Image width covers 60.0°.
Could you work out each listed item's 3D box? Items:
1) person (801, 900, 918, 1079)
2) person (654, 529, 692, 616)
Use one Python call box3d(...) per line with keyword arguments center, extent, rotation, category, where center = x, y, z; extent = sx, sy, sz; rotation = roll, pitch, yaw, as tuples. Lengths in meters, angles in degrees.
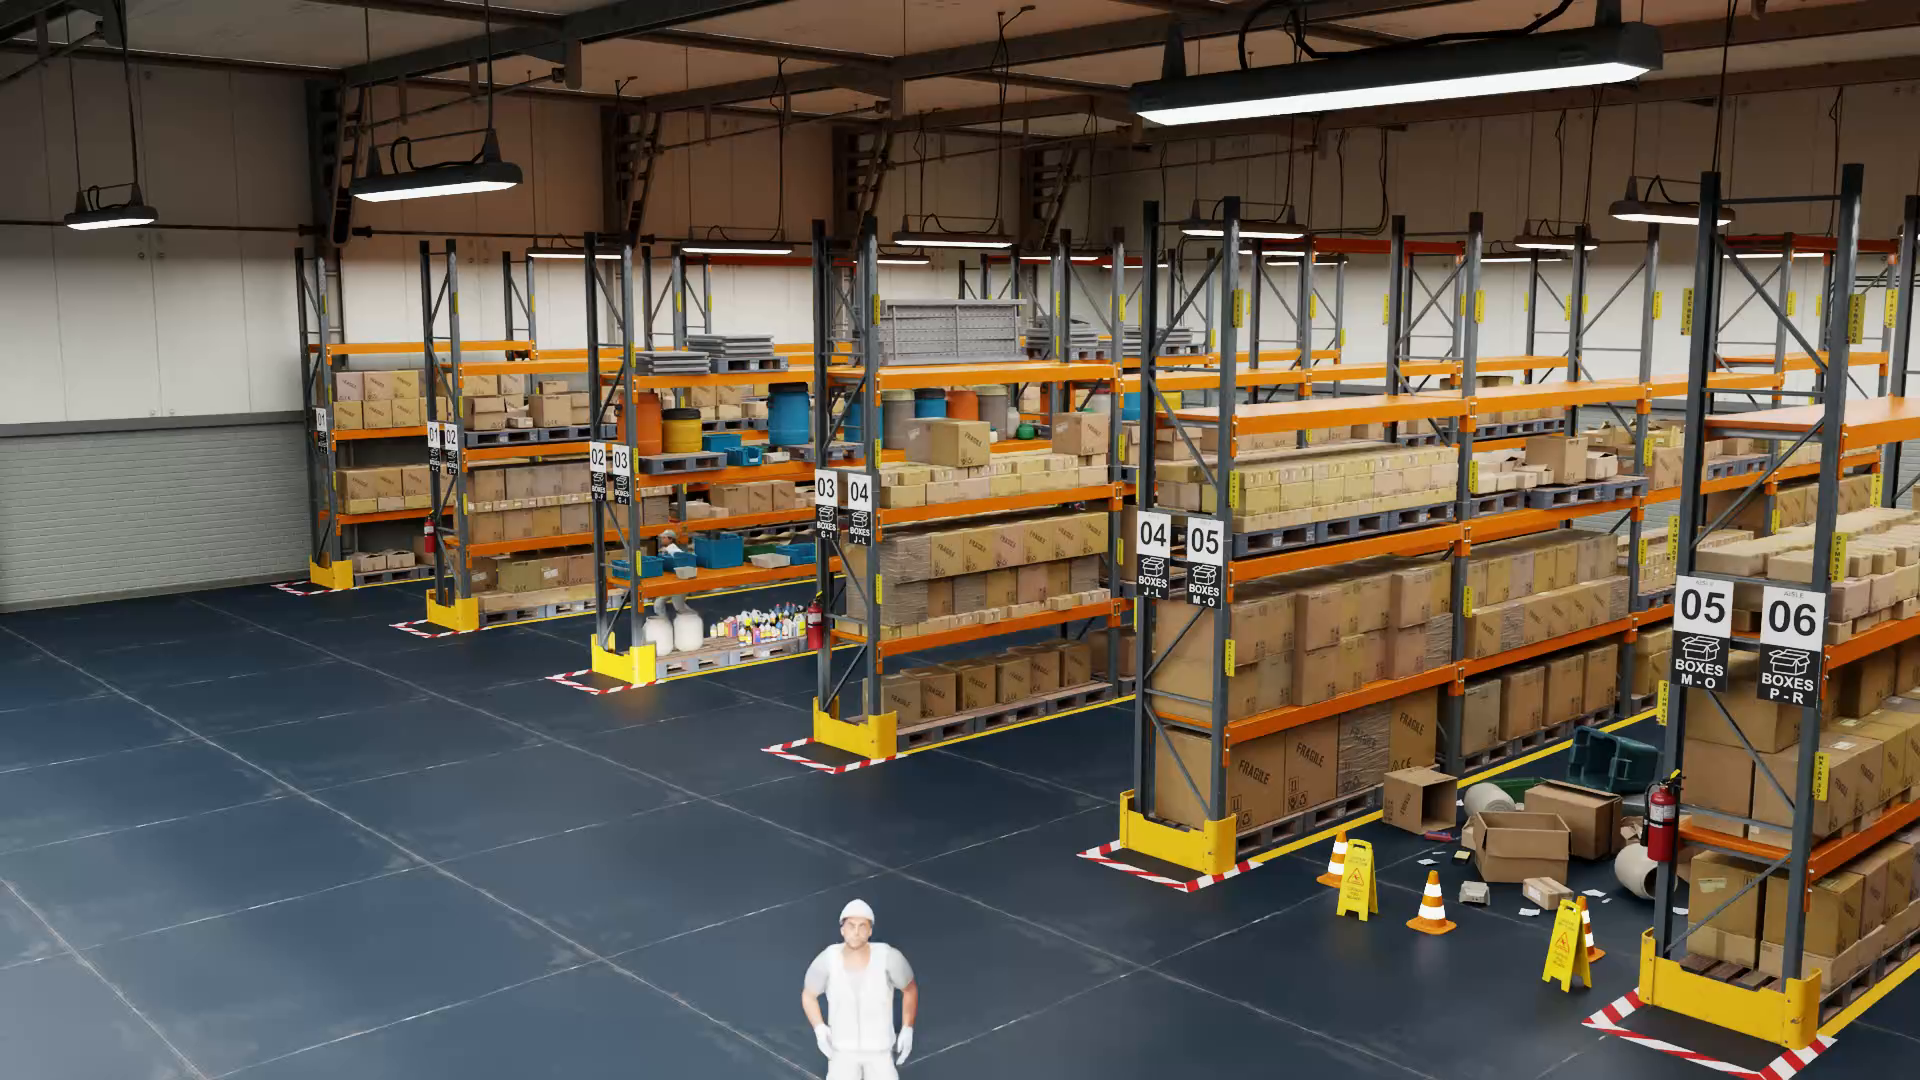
box3d(center=(-0.584, 2.919, 9.691), extent=(0.676, 1.725, 0.675), rotation=(-1, 8, -4), category="person")
box3d(center=(-4.301, 0.693, 25.014), extent=(0.785, 1.720, 0.581), rotation=(-7, 11, -39), category="person")
